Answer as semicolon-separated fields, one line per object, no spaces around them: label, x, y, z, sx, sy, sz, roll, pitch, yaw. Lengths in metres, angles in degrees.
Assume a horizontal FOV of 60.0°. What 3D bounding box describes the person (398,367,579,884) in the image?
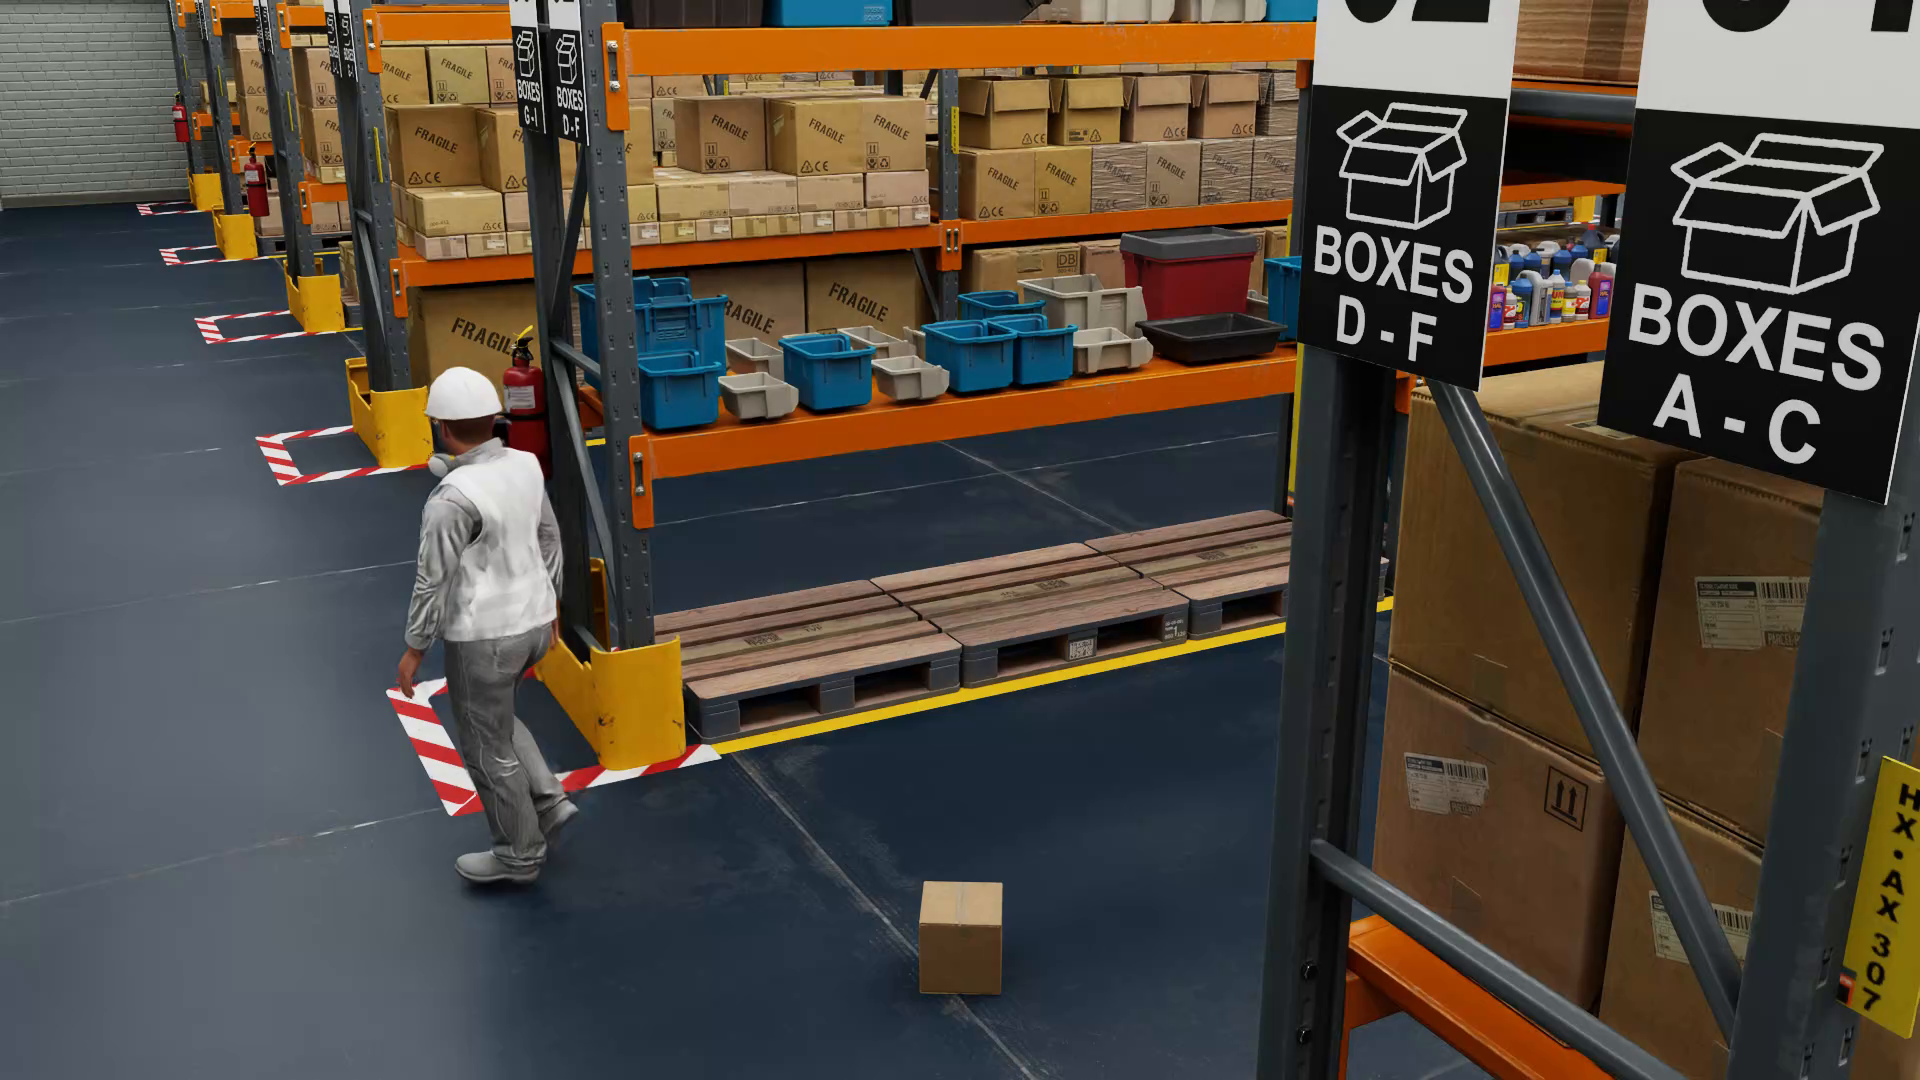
person;-1.569;0.302;5.572;0.457;1.781;0.578;5;19;15
